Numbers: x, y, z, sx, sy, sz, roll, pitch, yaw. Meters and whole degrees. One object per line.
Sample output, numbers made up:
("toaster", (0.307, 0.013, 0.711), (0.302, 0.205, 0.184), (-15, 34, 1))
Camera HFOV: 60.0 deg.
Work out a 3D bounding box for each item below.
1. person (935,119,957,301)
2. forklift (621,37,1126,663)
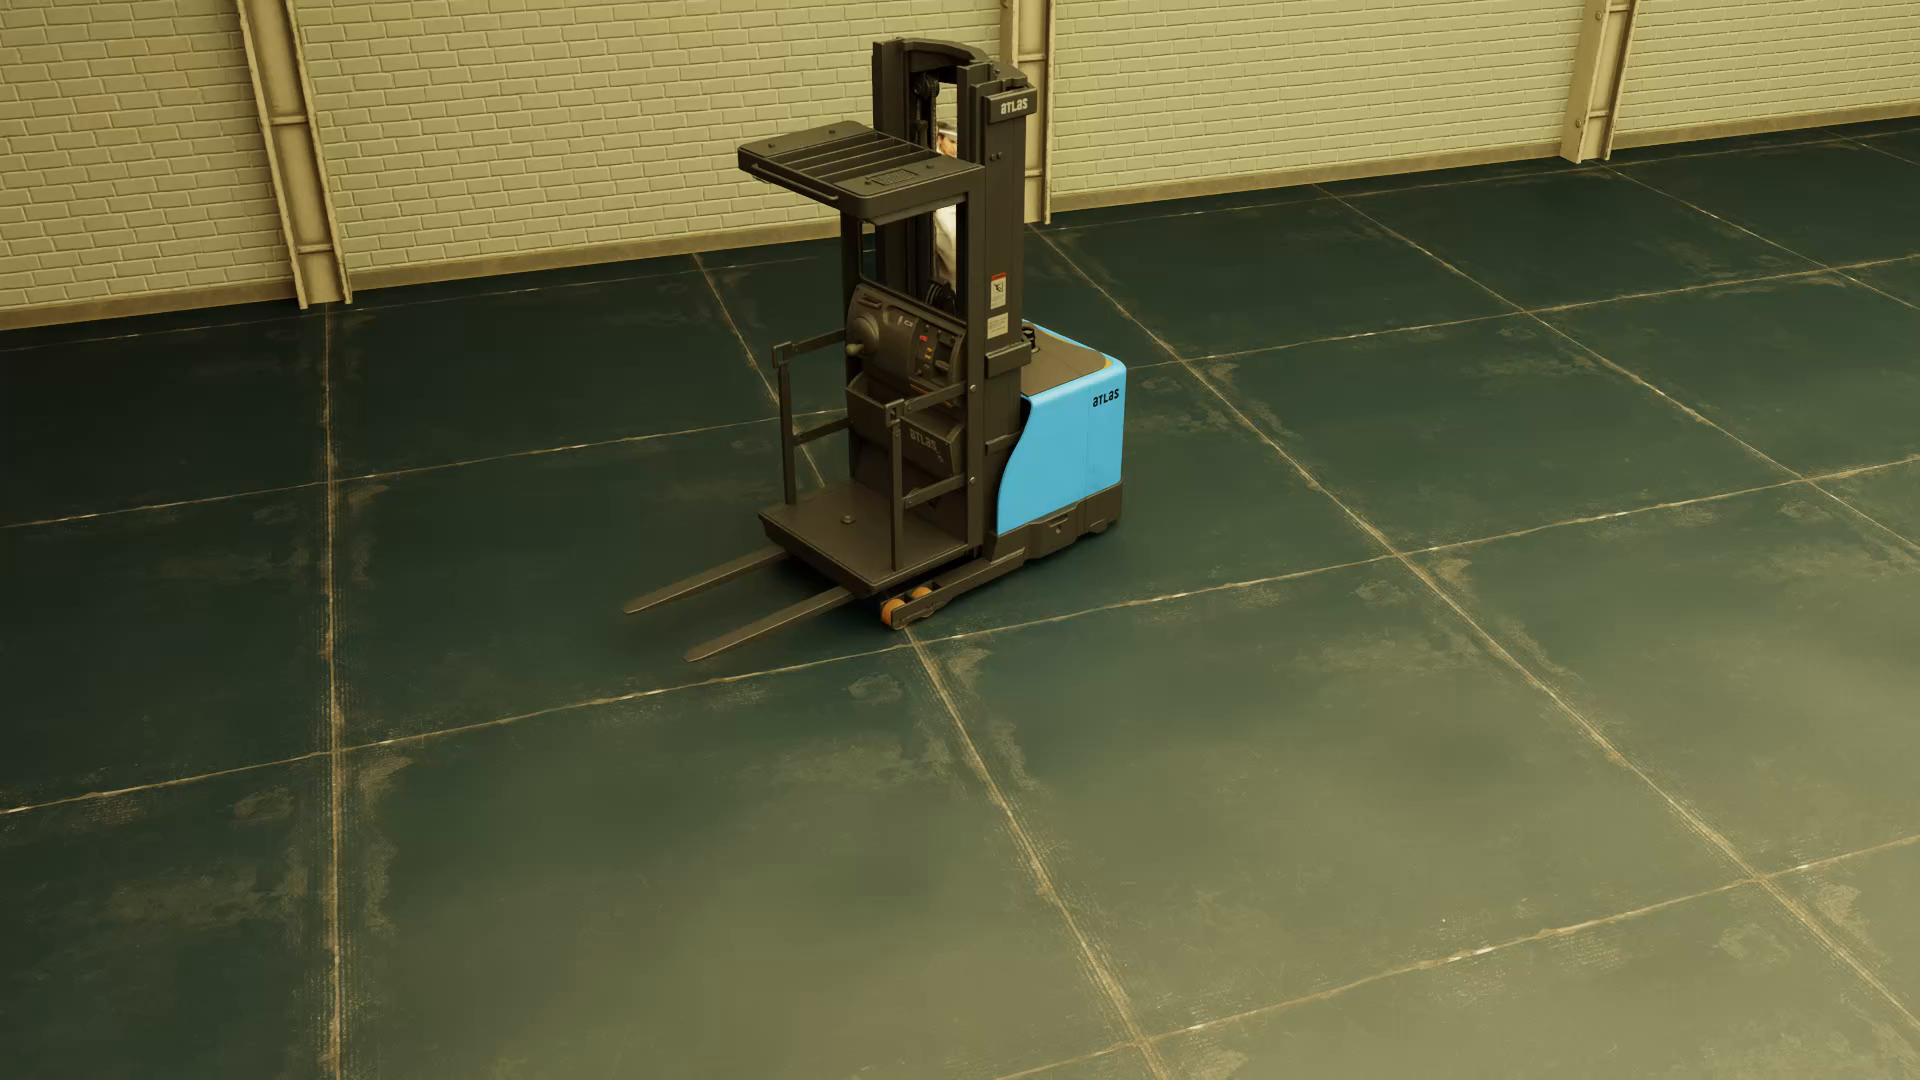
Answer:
("person", (-0.056, -2.308, 12.384), (0.468, 1.654, 0.693), (-6, 30, -10))
("forklift", (-0.461, -1.072, 8.951), (3.031, 2.935, 1.130), (-23, 37, -34))
